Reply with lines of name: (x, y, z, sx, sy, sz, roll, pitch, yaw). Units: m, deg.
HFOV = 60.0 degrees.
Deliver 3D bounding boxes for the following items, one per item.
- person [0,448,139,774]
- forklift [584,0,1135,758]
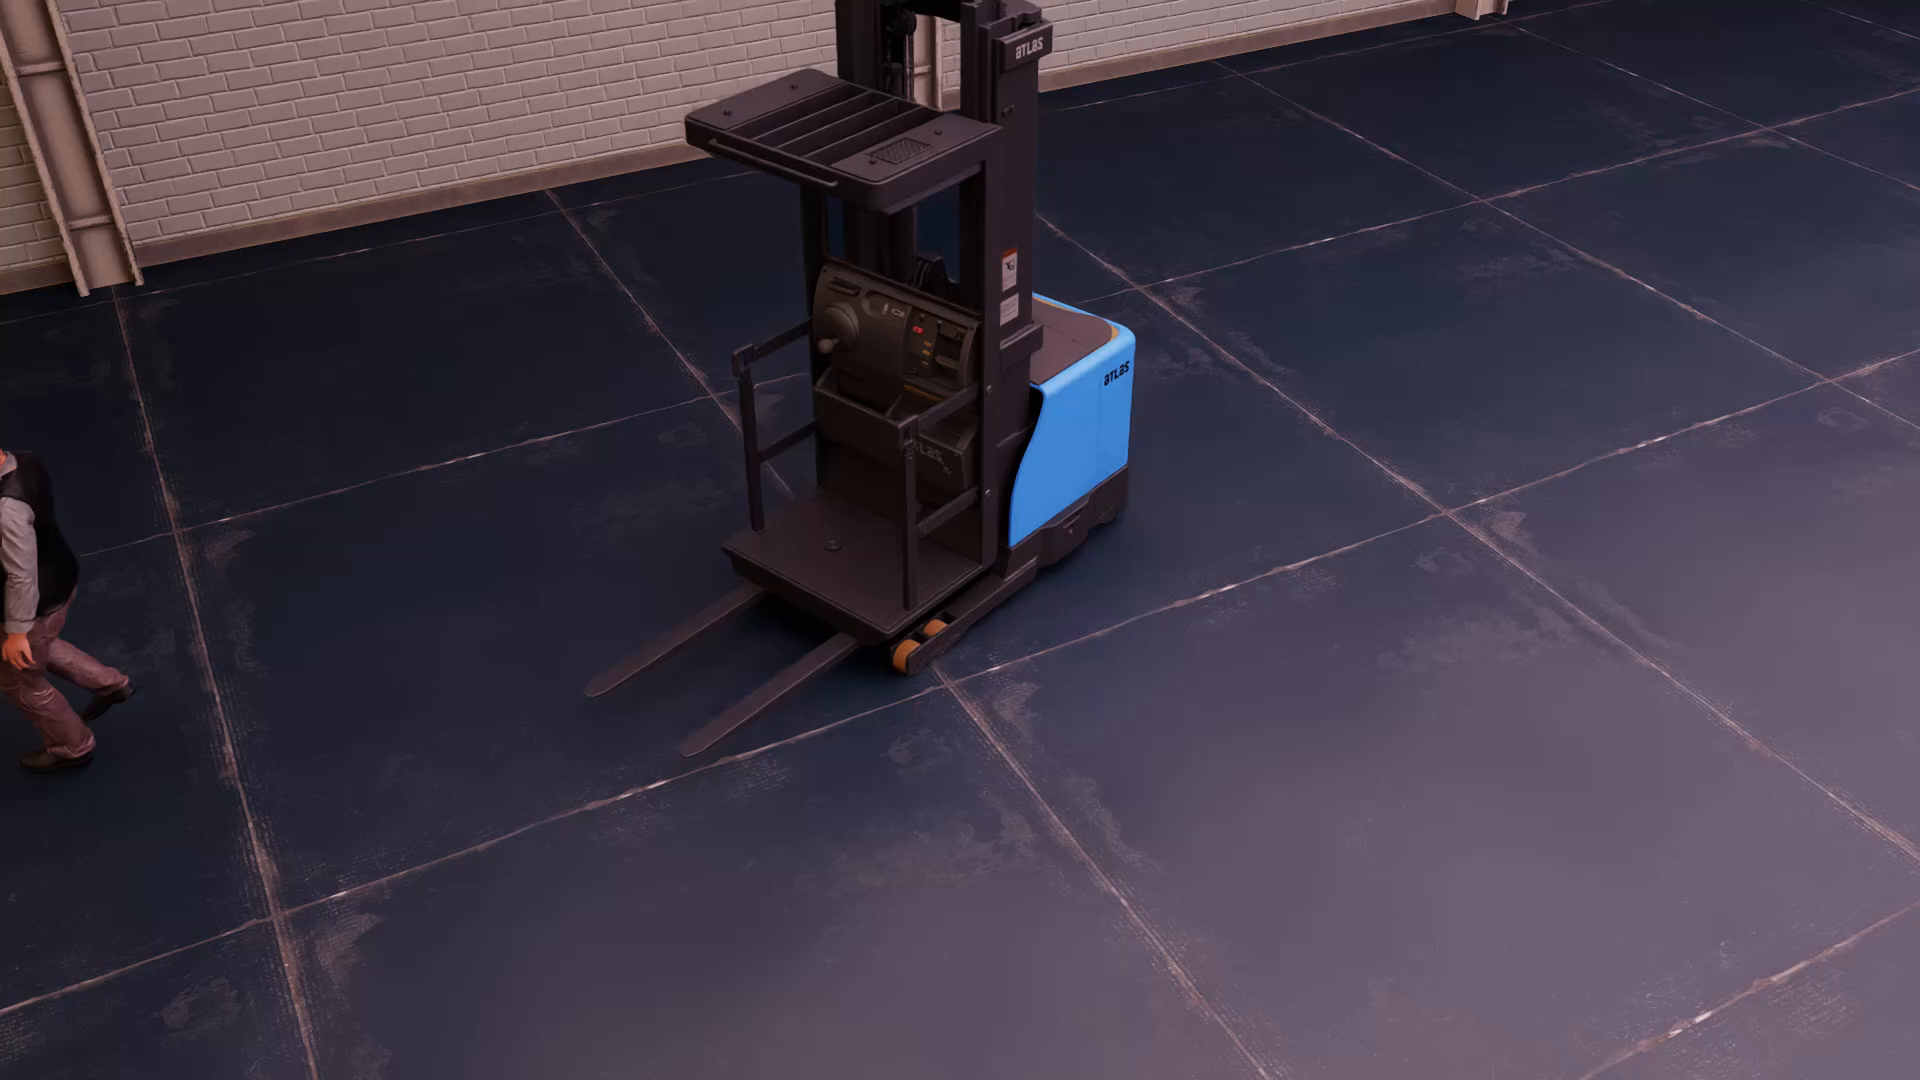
person: (-3.822, 0.262, 6.738, 0.505, 1.700, 0.733, -5, 36, -6)
forklift: (-0.437, -0.894, 7.387, 1.130, 2.935, 3.031, 26, 43, 31)
